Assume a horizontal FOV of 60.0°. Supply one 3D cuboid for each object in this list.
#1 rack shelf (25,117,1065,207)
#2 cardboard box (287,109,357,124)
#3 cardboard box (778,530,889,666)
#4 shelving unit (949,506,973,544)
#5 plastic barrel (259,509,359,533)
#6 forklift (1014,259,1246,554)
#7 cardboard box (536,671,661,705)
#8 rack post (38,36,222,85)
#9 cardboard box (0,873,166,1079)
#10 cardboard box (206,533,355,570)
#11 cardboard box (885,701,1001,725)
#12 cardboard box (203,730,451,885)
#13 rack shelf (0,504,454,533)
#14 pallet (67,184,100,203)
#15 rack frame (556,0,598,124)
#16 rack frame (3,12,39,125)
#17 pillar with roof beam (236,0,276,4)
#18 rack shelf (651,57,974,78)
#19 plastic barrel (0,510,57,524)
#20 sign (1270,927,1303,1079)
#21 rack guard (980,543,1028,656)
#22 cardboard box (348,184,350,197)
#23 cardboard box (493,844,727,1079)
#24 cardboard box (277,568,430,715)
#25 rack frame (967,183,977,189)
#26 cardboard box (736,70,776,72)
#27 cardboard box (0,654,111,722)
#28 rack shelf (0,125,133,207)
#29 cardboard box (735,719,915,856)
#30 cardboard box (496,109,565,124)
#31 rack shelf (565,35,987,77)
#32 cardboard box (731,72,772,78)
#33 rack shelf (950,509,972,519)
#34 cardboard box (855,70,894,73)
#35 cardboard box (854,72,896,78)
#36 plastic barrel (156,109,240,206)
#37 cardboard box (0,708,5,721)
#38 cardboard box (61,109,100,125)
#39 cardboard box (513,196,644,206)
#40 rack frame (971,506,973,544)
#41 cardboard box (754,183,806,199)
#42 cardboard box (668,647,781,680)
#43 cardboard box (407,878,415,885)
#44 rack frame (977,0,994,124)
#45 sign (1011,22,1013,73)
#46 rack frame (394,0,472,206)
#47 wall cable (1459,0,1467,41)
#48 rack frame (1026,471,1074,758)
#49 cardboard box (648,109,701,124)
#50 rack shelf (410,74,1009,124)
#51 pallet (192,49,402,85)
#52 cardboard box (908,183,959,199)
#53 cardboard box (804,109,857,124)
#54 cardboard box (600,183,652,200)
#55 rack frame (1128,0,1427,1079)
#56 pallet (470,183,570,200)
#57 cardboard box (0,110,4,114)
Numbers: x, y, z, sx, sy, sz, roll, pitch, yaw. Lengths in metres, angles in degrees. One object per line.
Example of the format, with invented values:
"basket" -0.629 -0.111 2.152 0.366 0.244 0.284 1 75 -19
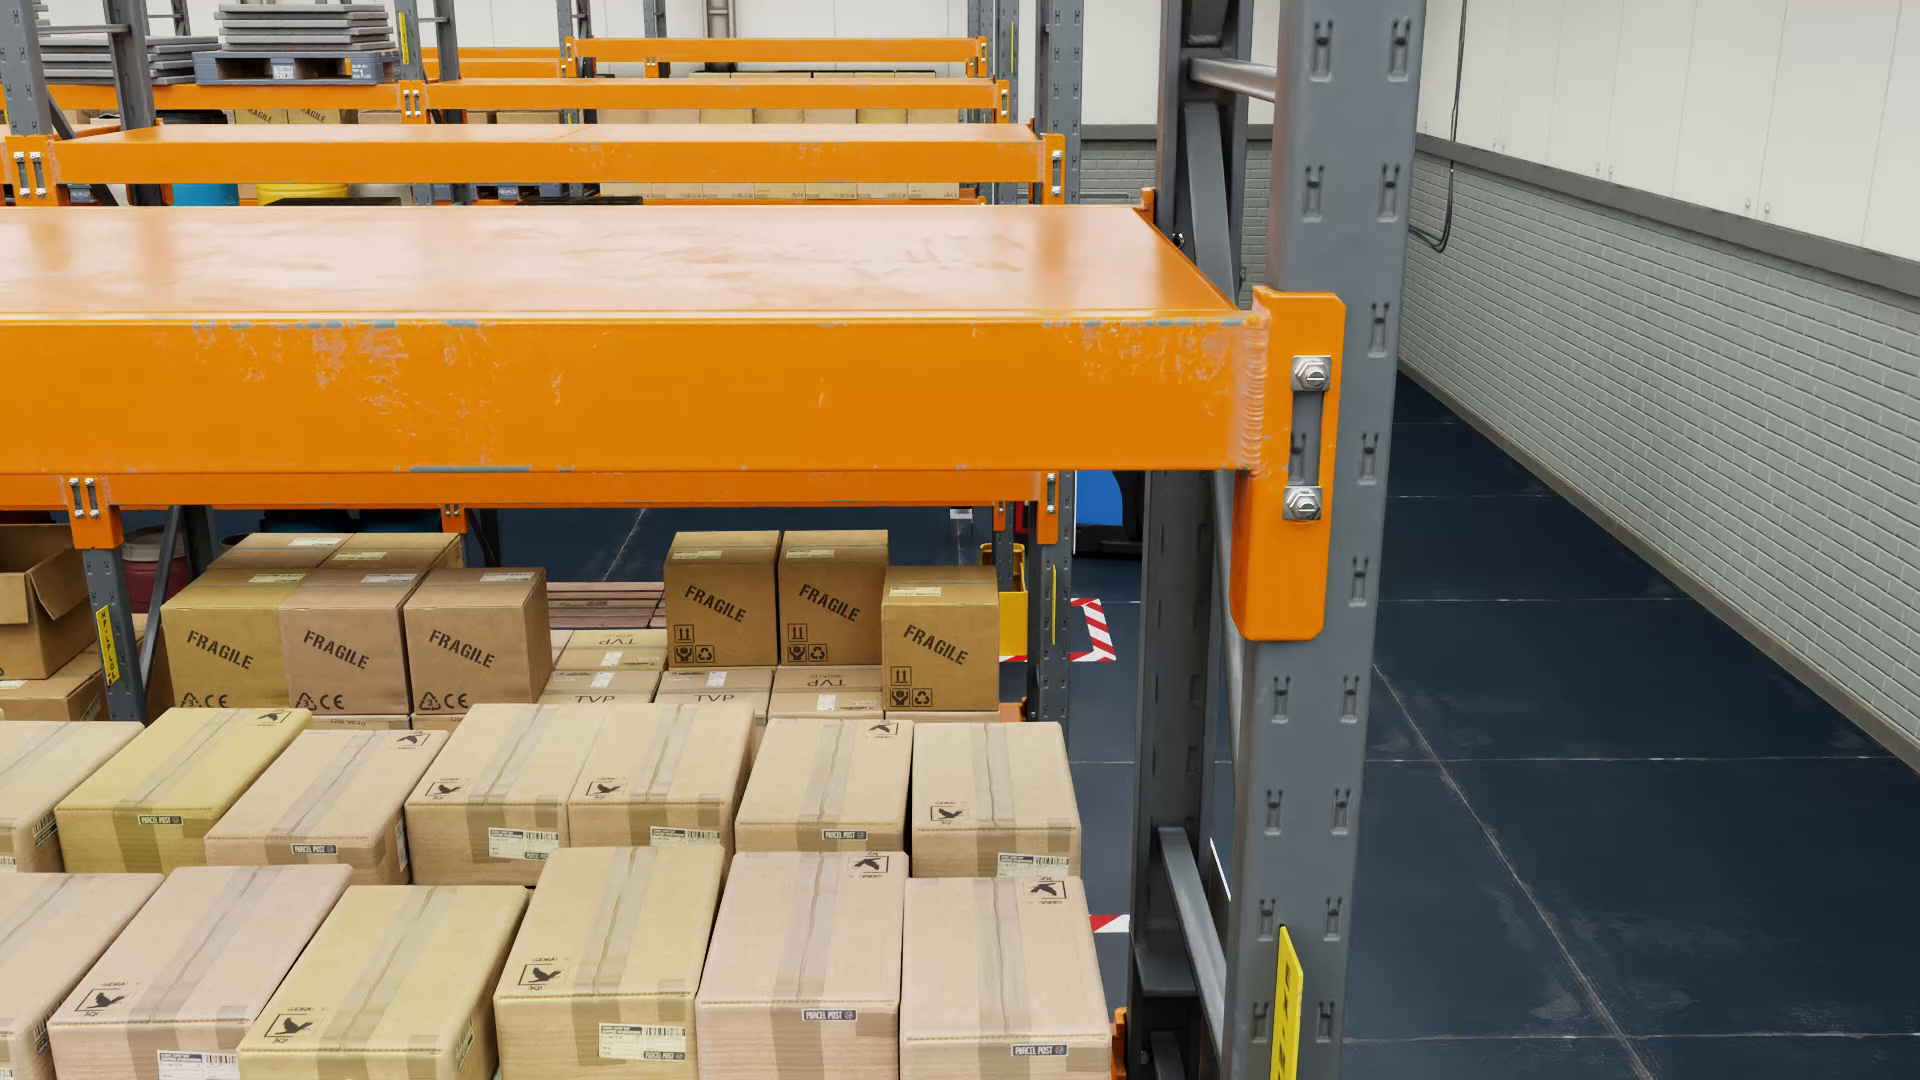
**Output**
"rack shelf" -1.600 -1.543 6.957 4.000 0.370 1.077 0 18 -1
"cardboard box" -6.295 -4.173 16.433 0.500 0.500 0.500 0 18 -1
"cardboard box" -0.584 0.266 7.837 0.500 0.500 0.500 -1 18 -2
"shelving unit" 0.008 -0.429 14.910 0.210 0.900 0.258 0 18 -1
"plastic barrel" -4.930 0.078 12.641 0.708 0.901 0.600 0 18 -1
"forklift" 1.937 -1.356 14.478 3.031 2.935 1.130 3 18 9
"cardboard box" -1.617 0.793 7.423 0.500 0.250 0.500 0 18 -1
"rack post" -5.699 -3.292 11.396 0.954 0.300 0.937 2 18 5
"cardboard box" -1.231 0.590 2.162 0.250 0.149 0.380 0 18 0
"cardboard box" -3.144 0.280 7.796 0.500 0.500 0.500 0 18 1
"cardboard box" -0.080 0.785 7.449 0.500 0.250 0.500 -1 18 -2
"cardboard box" -0.977 0.443 2.619 0.250 0.149 0.380 0 18 1
"rack shelf" -5.677 -0.370 12.467 4.000 0.370 1.077 0 18 -1
"pallet" -8.429 -3.523 16.519 1.003 0.211 1.213 1 18 2
"rack frame" -3.752 -5.091 16.187 0.127 3.000 1.000 0 18 -1
"rack frame" -11.833 -6.566 20.783 0.127 3.000 1.000 0 18 -1
"pillar with roof beam" -9.079 -5.528 17.549 0.400 9.000 9.100 0 18 -1
"rack shelf" -1.834 -6.081 21.105 4.000 0.370 1.077 0 18 -1
"plastic barrel" -7.188 0.123 12.618 0.708 0.830 0.600 0 18 -1
"sign" 0.366 0.607 1.886 0.005 0.325 0.100 0 18 -1
"rack guard" 0.346 0.445 12.842 0.348 0.500 1.175 0 18 -1
"cardboard box" -6.286 -3.709 16.624 0.500 0.500 0.910 0 18 -1
"cardboard box" -0.455 0.566 2.236 0.250 0.149 0.380 -1 18 -3
"cardboard box" -2.624 0.439 7.299 0.500 0.500 0.500 0 18 -1
"rack frame" 0.166 -3.767 21.880 0.127 3.000 1.000 0 18 -1
"cardboard box" -2.623 -5.787 21.431 0.500 0.500 0.500 -1 18 -3
"cardboard box" -4.063 0.829 7.390 0.500 0.500 0.500 0 18 -1
"rack shelf" -5.599 -1.523 6.896 4.000 0.370 1.077 0 18 -1
"cardboard box" -0.205 0.430 2.661 0.250 0.149 0.380 0 18 1
"cardboard box" -4.257 -3.978 16.613 0.600 0.600 0.600 -2 18 -6
"rack shelf" -1.752 -4.757 16.328 4.000 0.370 1.077 0 18 -1
"cardboard box" -2.603 -5.631 20.948 0.500 0.500 0.500 -1 18 -2
"rack shelf" 0.008 -0.225 14.975 0.200 0.077 0.258 0 18 -1
"cardboard box" -1.097 -5.799 21.469 0.500 0.500 0.500 -1 18 -2
"cardboard box" -1.062 -5.643 20.983 0.500 0.500 0.500 0 18 1
"plastic barrel" -5.382 -2.534 11.617 0.708 0.901 0.600 0 18 -1
"cardboard box" -1.768 0.415 2.708 0.250 0.149 0.380 -1 18 -2
"cardboard box" -11.285 -5.363 21.094 0.500 0.500 0.500 2 18 7
"cardboard box" -1.620 -1.302 7.044 0.500 0.250 0.500 -1 18 -3
"rack frame" 0.110 -0.429 14.912 0.006 0.900 0.240 0 18 -1
"cardboard box" -1.762 -3.525 16.461 0.500 0.250 0.500 0 18 -1
"cardboard box" -1.106 0.627 7.941 0.500 0.250 0.500 -1 18 -3
"cardboard box" -1.093 0.616 2.732 0.500 0.250 0.500 0 18 0
"rack frame" 0.248 -5.111 16.247 0.127 3.000 1.000 0 18 -1
"sign" 0.347 -3.276 11.057 0.005 0.325 0.100 0 18 -1
"rack frame" -3.677 -3.579 11.471 0.127 3.000 1.000 0 18 -1
"wall cable" 5.869 -6.642 17.836 0.112 2.526 3.097 0 18 -1
"rack frame" 0.400 0.771 7.732 0.127 3.000 1.000 0 18 -1
"cardboard box" -2.764 -4.160 16.394 0.500 0.500 0.700 0 18 -1
"rack shelf" -1.678 -3.055 11.672 4.000 0.370 1.077 0 18 -1
"pallet" -4.504 -3.285 11.519 1.213 0.211 1.003 0 18 -1
"cardboard box" -0.262 -3.528 16.470 0.500 0.250 0.500 0 18 -1
"cardboard box" -1.265 -4.187 16.478 0.500 0.500 0.700 0 18 -1
"cardboard box" -3.262 -3.518 16.440 0.500 0.250 0.500 0 18 -1
"rack frame" 0.377 -0.570 2.092 0.127 3.000 1.000 0 18 -1
"pallet" -4.405 -3.592 16.731 1.003 0.211 1.213 0 18 -1
"cardboard box" -12.330 -5.585 20.805 0.500 0.500 0.500 -2 18 -6
